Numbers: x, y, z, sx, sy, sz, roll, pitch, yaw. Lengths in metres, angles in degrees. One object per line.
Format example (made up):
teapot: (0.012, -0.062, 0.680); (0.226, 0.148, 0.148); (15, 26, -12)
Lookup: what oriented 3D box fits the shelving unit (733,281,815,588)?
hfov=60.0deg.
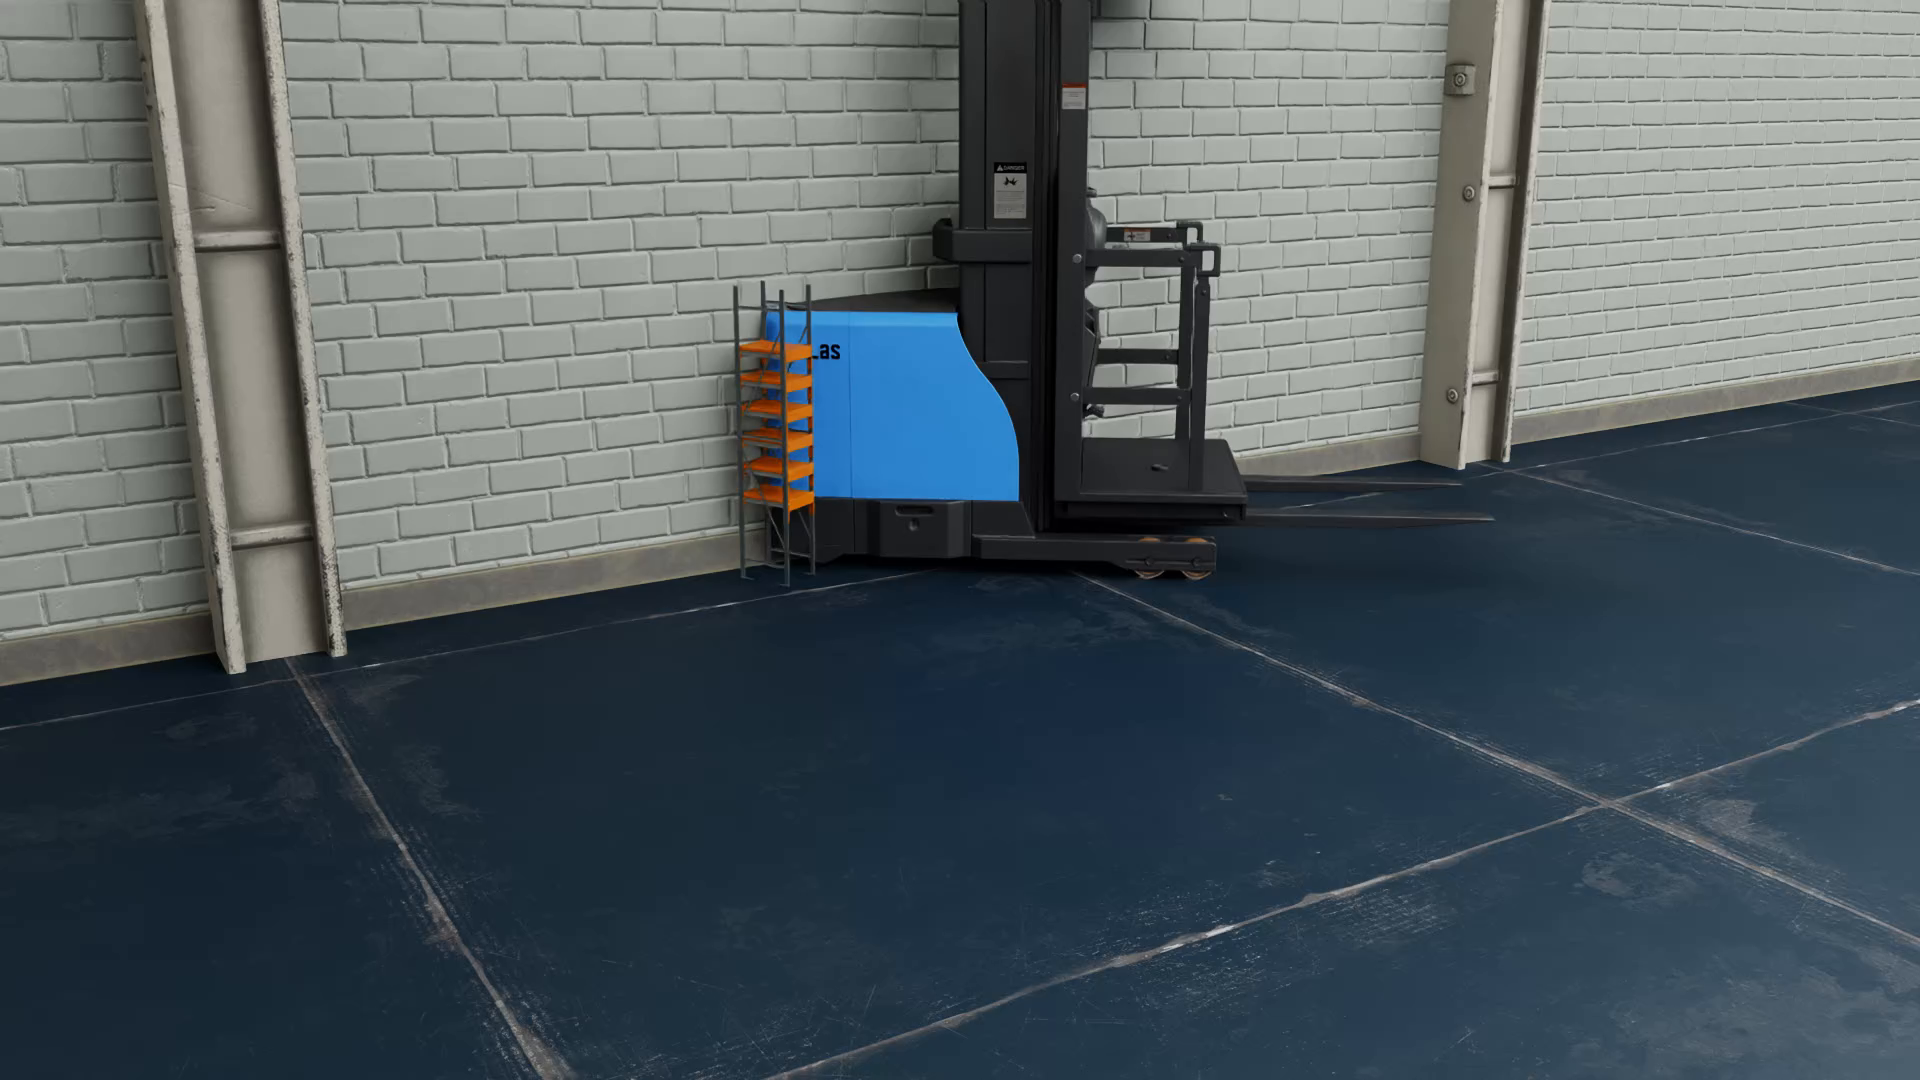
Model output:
shelving unit: (-0.744, -0.424, 6.692); (0.258, 1.200, 0.189); (9, 18, 28)

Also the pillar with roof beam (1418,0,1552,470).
pillar with roof beam: (4.921, -3.769, 4.183); (0.400, 9.000, 9.100); (-9, 18, -30)

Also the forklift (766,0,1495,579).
forklift: (0.730, -1.400, 6.975); (3.031, 2.935, 1.130); (1, 16, 4)

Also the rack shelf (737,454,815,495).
rack shelf: (-0.746, -0.266, 6.737); (0.258, 0.103, 0.180); (9, 18, 28)

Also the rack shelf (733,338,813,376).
rack shelf: (-0.741, -0.727, 6.605); (0.258, 0.103, 0.180); (9, 18, 28)

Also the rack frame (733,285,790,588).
rack frame: (-0.789, -0.402, 6.615); (0.240, 1.200, 0.006); (9, 18, 28)

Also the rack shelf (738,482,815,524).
rack shelf: (-0.747, -0.150, 6.770); (0.258, 0.103, 0.180); (9, 18, 28)

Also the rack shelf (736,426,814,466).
rack shelf: (-0.744, -0.381, 6.704); (0.258, 0.103, 0.180); (9, 18, 28)

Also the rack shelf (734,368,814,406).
rack shelf: (-0.742, -0.612, 6.638); (0.258, 0.103, 0.180); (9, 18, 28)

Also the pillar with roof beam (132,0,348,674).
pillar with roof beam: (-0.222, -2.935, 1.207); (0.400, 9.000, 9.100); (-9, 18, -30)

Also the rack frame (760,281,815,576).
rack frame: (-0.699, -0.445, 6.769); (0.240, 1.200, 0.006); (9, 18, 28)

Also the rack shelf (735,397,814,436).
rack shelf: (-0.743, -0.496, 6.671); (0.258, 0.103, 0.180); (9, 18, 28)
